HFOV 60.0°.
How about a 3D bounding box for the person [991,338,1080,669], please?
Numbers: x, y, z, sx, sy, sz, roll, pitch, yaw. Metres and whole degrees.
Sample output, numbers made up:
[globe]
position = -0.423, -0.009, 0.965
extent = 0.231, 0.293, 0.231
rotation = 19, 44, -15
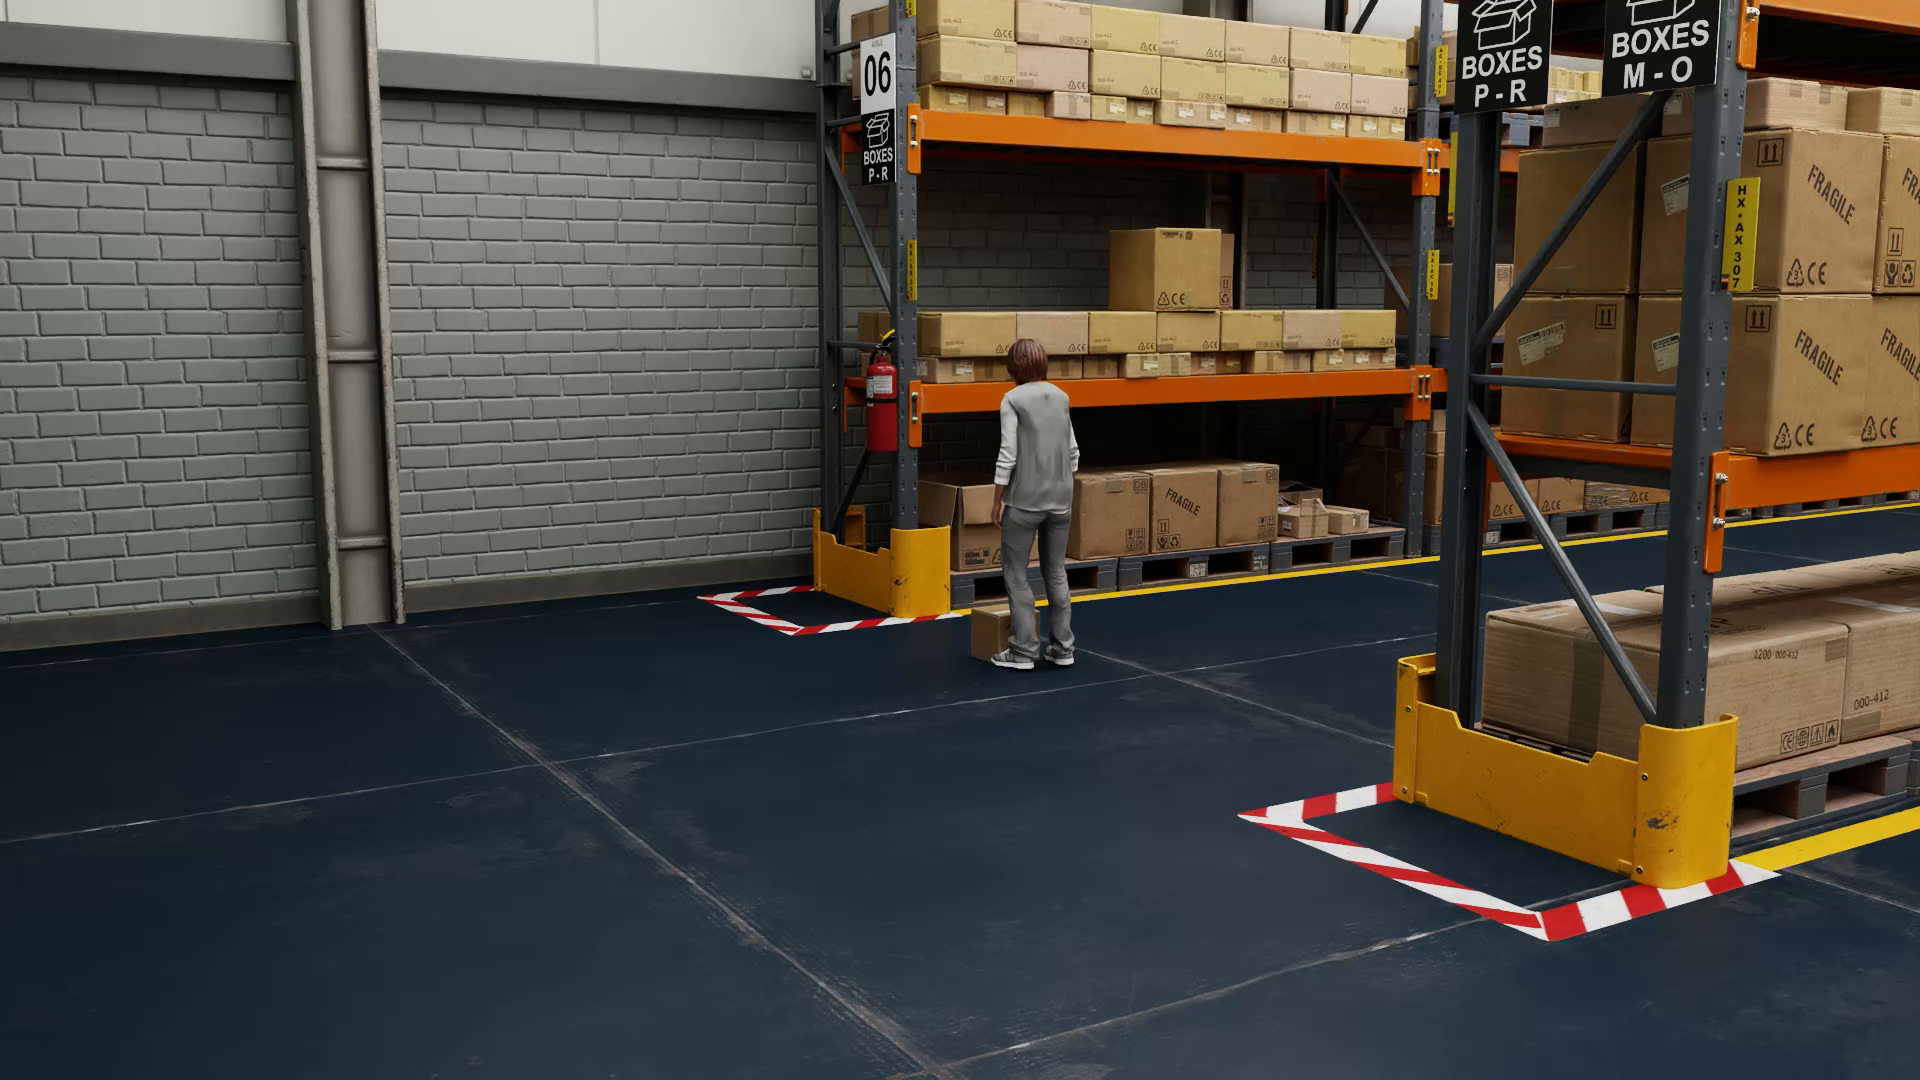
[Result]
[person]
position = 0.356, -0.168, 8.009
extent = 0.463, 1.593, 0.364
rotation = -5, 10, -31
